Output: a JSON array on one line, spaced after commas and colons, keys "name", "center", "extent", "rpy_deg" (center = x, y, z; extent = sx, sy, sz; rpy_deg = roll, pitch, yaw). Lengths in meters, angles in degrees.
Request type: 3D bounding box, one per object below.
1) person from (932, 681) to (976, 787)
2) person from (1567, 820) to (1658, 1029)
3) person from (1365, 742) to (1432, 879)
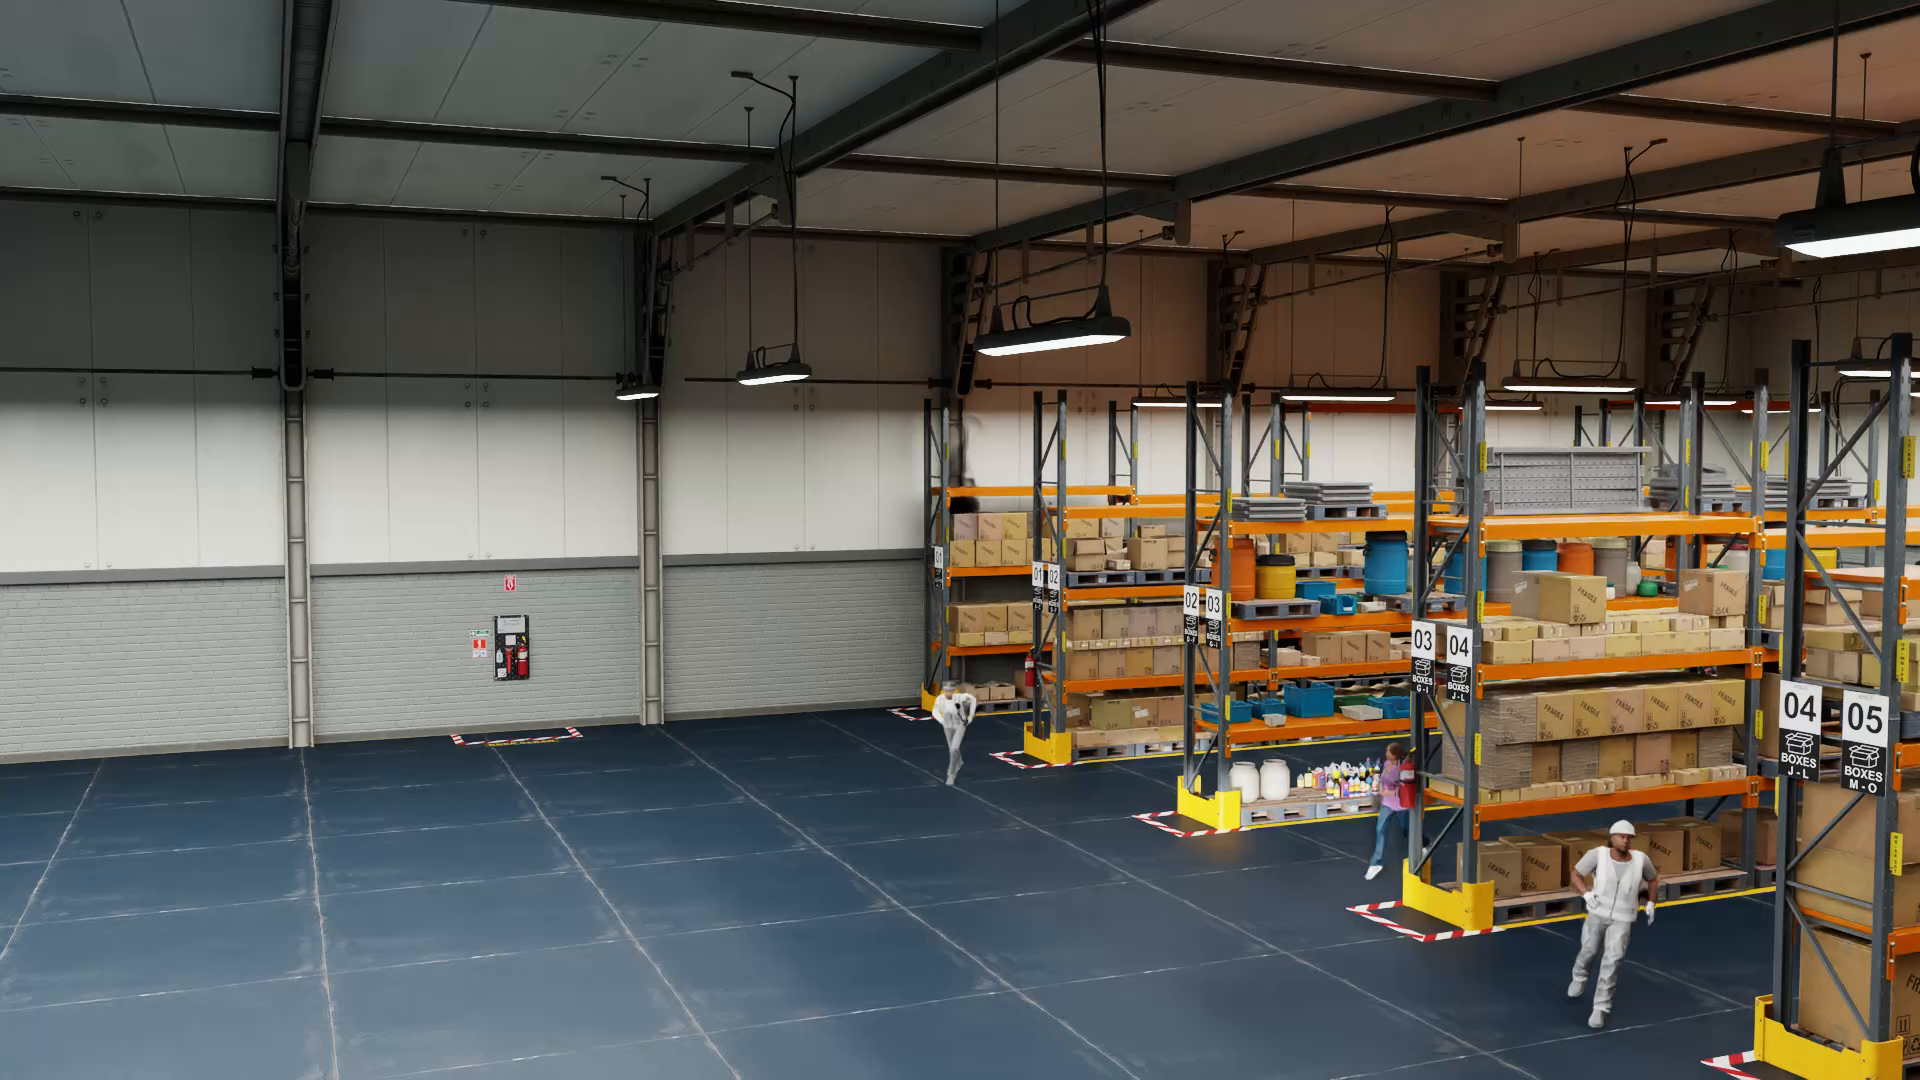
[{"name": "person", "center": [-0.066, 2.910, 25.338], "extent": [0.658, 1.625, 0.960], "rpy_deg": [1, 3, 12]}, {"name": "person", "center": [5.858, 3.389, 14.917], "extent": [0.745, 1.764, 0.972], "rpy_deg": [1, 4, 21]}, {"name": "person", "center": [5.269, 3.210, 19.874], "extent": [1.016, 1.616, 0.495], "rpy_deg": [-2, 4, -34]}]
